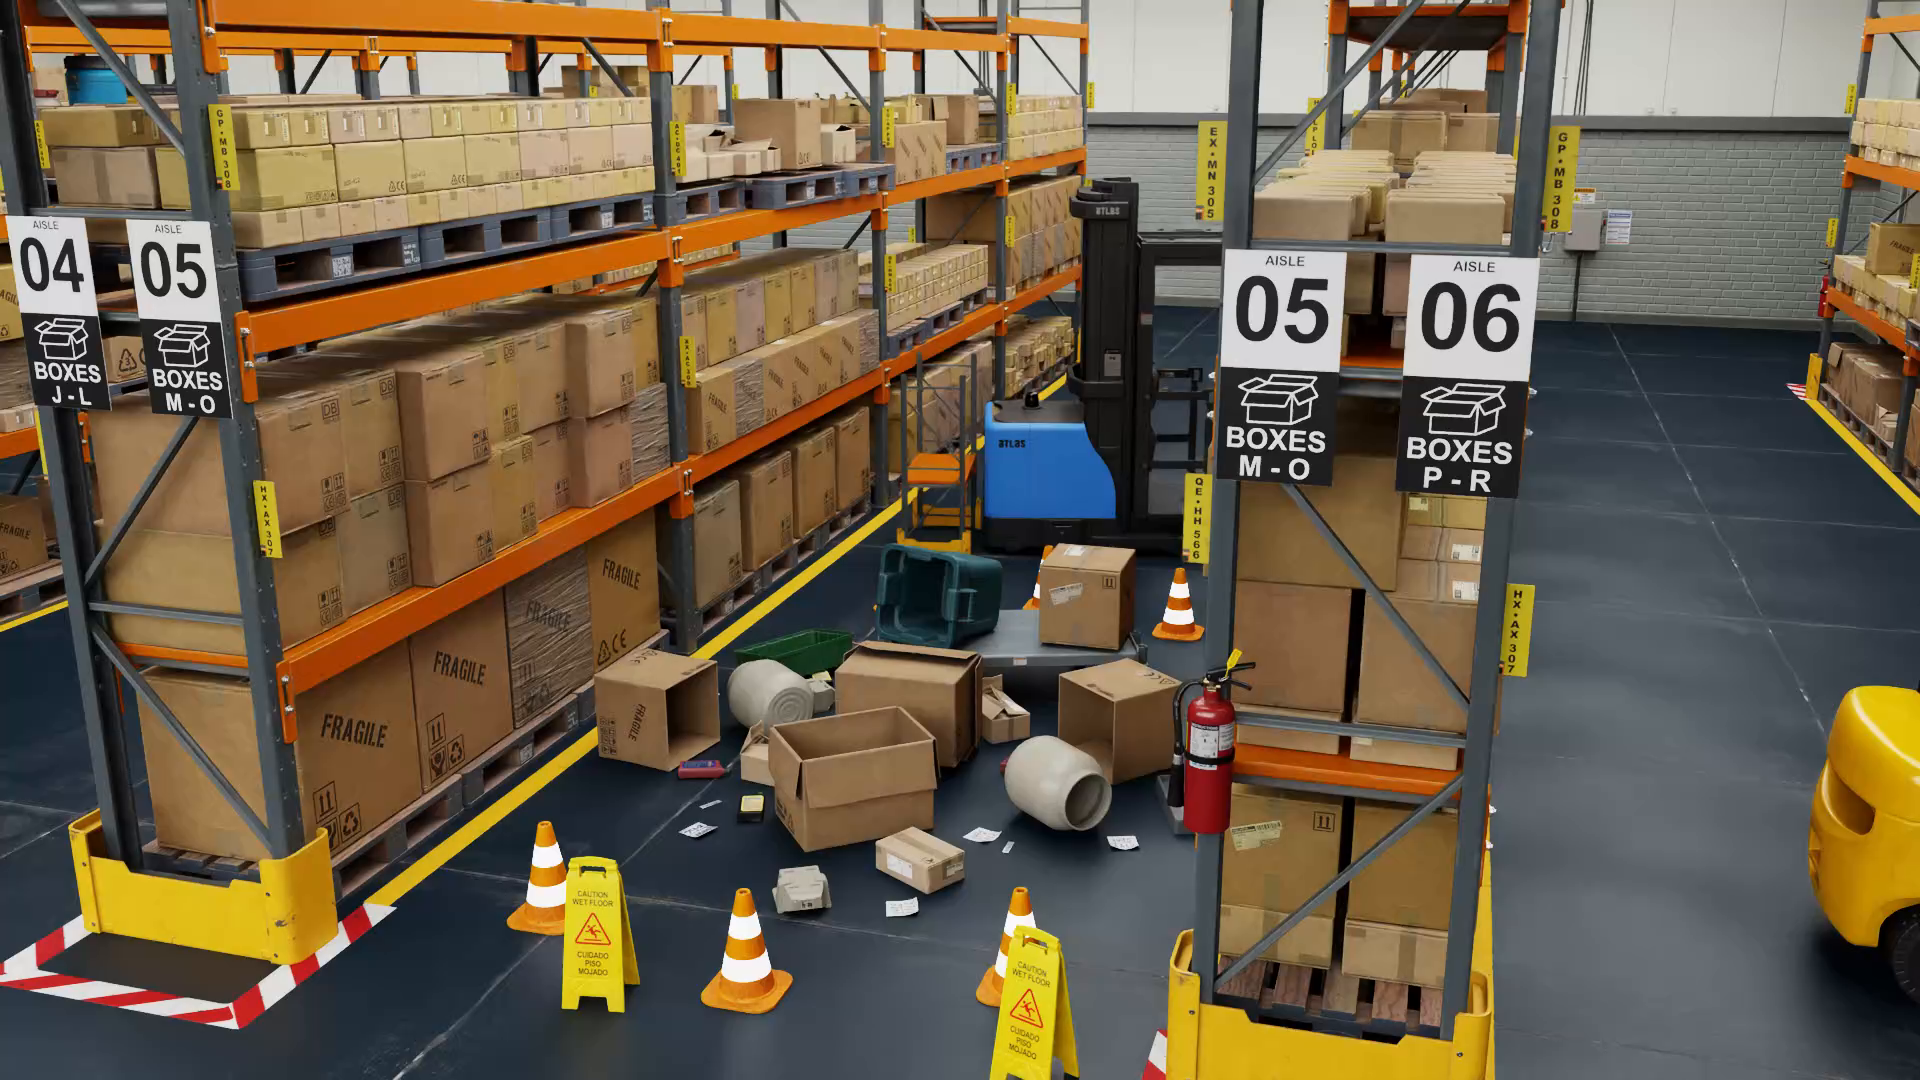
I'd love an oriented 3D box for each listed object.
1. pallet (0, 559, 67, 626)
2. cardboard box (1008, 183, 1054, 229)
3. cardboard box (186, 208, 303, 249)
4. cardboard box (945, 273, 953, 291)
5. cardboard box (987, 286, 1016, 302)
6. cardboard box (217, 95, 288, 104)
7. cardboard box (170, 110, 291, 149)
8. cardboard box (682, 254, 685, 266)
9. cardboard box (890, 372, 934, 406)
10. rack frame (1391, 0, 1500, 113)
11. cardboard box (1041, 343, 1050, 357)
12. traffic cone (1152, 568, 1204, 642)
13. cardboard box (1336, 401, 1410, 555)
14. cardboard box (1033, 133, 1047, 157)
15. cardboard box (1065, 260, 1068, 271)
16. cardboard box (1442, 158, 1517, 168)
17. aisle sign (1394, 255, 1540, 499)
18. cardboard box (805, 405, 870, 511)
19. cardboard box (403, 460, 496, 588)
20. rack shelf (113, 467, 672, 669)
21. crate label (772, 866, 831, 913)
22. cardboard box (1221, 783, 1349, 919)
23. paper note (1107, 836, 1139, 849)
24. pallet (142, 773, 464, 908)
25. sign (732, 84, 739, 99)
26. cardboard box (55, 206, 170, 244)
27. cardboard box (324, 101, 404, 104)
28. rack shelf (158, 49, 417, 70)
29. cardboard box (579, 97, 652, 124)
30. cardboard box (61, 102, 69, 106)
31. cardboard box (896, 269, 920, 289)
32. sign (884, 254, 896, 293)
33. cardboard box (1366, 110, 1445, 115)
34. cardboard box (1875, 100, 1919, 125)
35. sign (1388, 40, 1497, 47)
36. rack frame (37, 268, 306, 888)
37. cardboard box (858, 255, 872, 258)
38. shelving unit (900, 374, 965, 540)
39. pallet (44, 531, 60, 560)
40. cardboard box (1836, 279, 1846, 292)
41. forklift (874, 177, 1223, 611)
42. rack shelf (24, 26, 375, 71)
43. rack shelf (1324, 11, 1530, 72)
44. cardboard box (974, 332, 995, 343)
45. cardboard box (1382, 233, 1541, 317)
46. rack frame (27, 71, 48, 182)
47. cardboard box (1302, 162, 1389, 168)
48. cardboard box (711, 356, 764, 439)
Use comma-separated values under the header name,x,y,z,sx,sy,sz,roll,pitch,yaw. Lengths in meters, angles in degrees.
name,x,y,z,sx,sy,sz,roll,pitch,yaw
pallet,-7.151,0.387,12.079,1.003,0.211,1.213,5,16,16
cardboard box,0.821,-3.987,19.828,0.500,0.500,0.500,4,16,14
cardboard box,-2.999,-1.313,6.972,0.380,0.149,0.250,5,17,16
cardboard box,-0.289,-2.575,16.556,0.380,0.149,0.250,5,17,16
cardboard box,0.400,-2.743,18.464,0.380,0.149,0.250,5,17,18
cardboard box,-6.044,-3.504,14.089,0.500,0.500,0.500,5,17,17
cardboard box,-3.004,-1.694,6.855,0.380,0.149,0.250,5,17,16
cardboard box,-3.804,-3.633,21.602,0.384,0.149,0.255,5,17,18
cardboard box,-0.559,-1.423,15.787,0.500,0.250,0.500,4,16,15
rack frame,4.781,-5.344,16.179,1.000,3.000,0.127,5,16,16
cardboard box,0.895,-2.337,20.481,0.380,0.149,0.250,5,17,19
traffic cone,1.517,0.423,11.491,0.336,0.463,0.334,5,16,16
cardboard box,1.457,-0.273,6.734,0.700,0.500,0.500,5,17,16
cardboard box,0.691,-4.553,19.163,0.500,0.250,0.500,5,17,18
cardboard box,1.158,-3.505,21.149,0.380,0.149,0.250,4,16,15
cardboard box,2.518,-1.758,8.031,0.380,0.149,0.250,5,17,18
aisle sign,1.650,-0.529,5.432,0.394,0.787,0.004,5,16,16
cardboard box,-1.390,-0.736,14.281,1.050,0.750,0.750,4,16,15
cardboard box,-2.927,-0.131,8.519,0.875,0.550,0.550,5,16,16
rack shelf,-2.836,0.019,9.096,0.919,0.052,3.809,5,16,16
crate label,-0.741,1.639,7.801,0.250,0.136,0.298,-4,16,-13
cardboard box,3.432,-1.212,12.771,0.853,1.989,13.684,5,17,16
paper note,0.826,1.522,8.407,0.142,0.019,0.148,-1,16,-3
pallet,-3.252,1.451,8.329,1.003,0.211,1.213,5,16,16
sign,-3.068,-6.058,22.716,0.100,0.325,0.005,5,16,16
cardboard box,-3.635,-1.361,7.142,0.380,0.149,0.250,5,16,16
cardboard box,-3.129,-2.211,8.678,0.380,0.149,0.250,5,16,16
rack shelf,-8.901,-6.481,22.240,1.077,0.370,4.000,5,16,16
cardboard box,-2.066,-2.558,9.899,0.380,0.149,0.250,4,16,15
cardboard box,-13.270,-6.238,24.186,0.500,0.250,0.500,5,16,16
cardboard box,-0.590,-2.446,15.555,0.380,0.149,0.250,4,16,14
sign,-0.598,-2.284,14.262,0.100,0.325,0.005,5,16,16
cardboard box,2.819,-2.608,10.621,0.500,0.250,0.500,5,17,17
cardboard box,10.018,-4.514,17.564,0.500,0.250,0.500,4,16,15
sign,-2.495,-5.090,16.242,14.778,0.525,3.839,5,16,16
rack frame,-3.404,0.324,7.189,1.000,3.000,0.127,5,16,16
cardboard box,-0.913,-2.777,16.723,0.380,0.149,0.250,5,17,18
shelving unit,-0.164,-0.683,13.490,0.500,1.500,0.985,2,16,5
pallet,-6.774,0.004,13.427,1.003,0.211,1.213,5,16,16
cardboard box,10.321,-2.935,19.140,0.380,0.149,0.250,4,16,15
forklift,1.290,-1.217,12.750,3.836,2.935,2.622,0,16,1
rack shelf,-6.426,-4.004,13.507,1.077,0.370,4.000,5,16,16
rack shelf,3.076,-3.236,10.797,1.077,0.370,4.000,5,16,16
cardboard box,0.333,-2.449,20.330,0.380,0.149,0.250,5,16,16
cardboard box,4.104,-0.454,6.270,4.908,1.399,2.138,4,16,14
rack frame,-6.994,-4.019,11.509,1.000,3.000,0.127,5,16,16
cardboard box,1.787,-1.669,7.717,0.380,0.149,0.250,4,16,15
cardboard box,-1.717,-1.019,11.742,0.500,0.500,0.500,5,17,16
